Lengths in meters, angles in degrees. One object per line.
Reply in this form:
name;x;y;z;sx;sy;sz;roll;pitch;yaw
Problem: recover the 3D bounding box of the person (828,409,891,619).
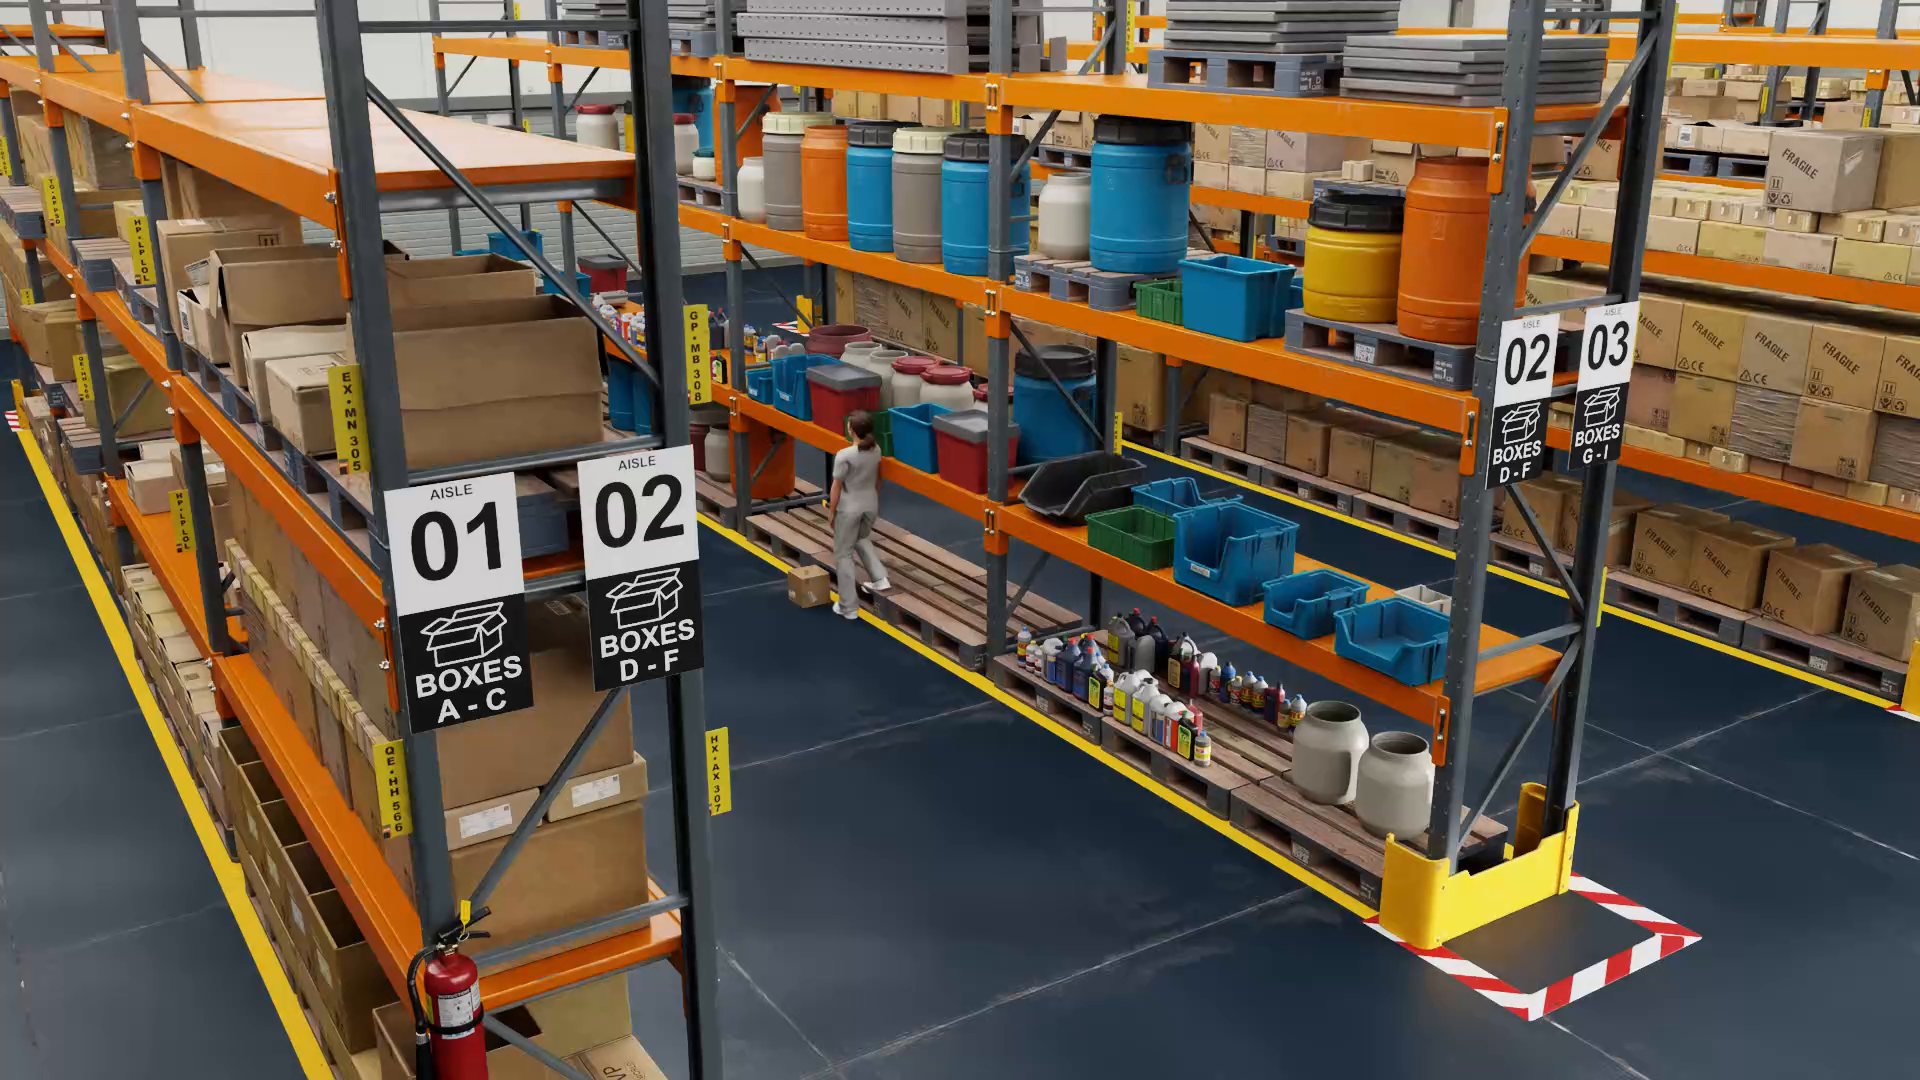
person;-0.807;-0.168;12.762;0.443;1.556;0.522;-11;21;-30
